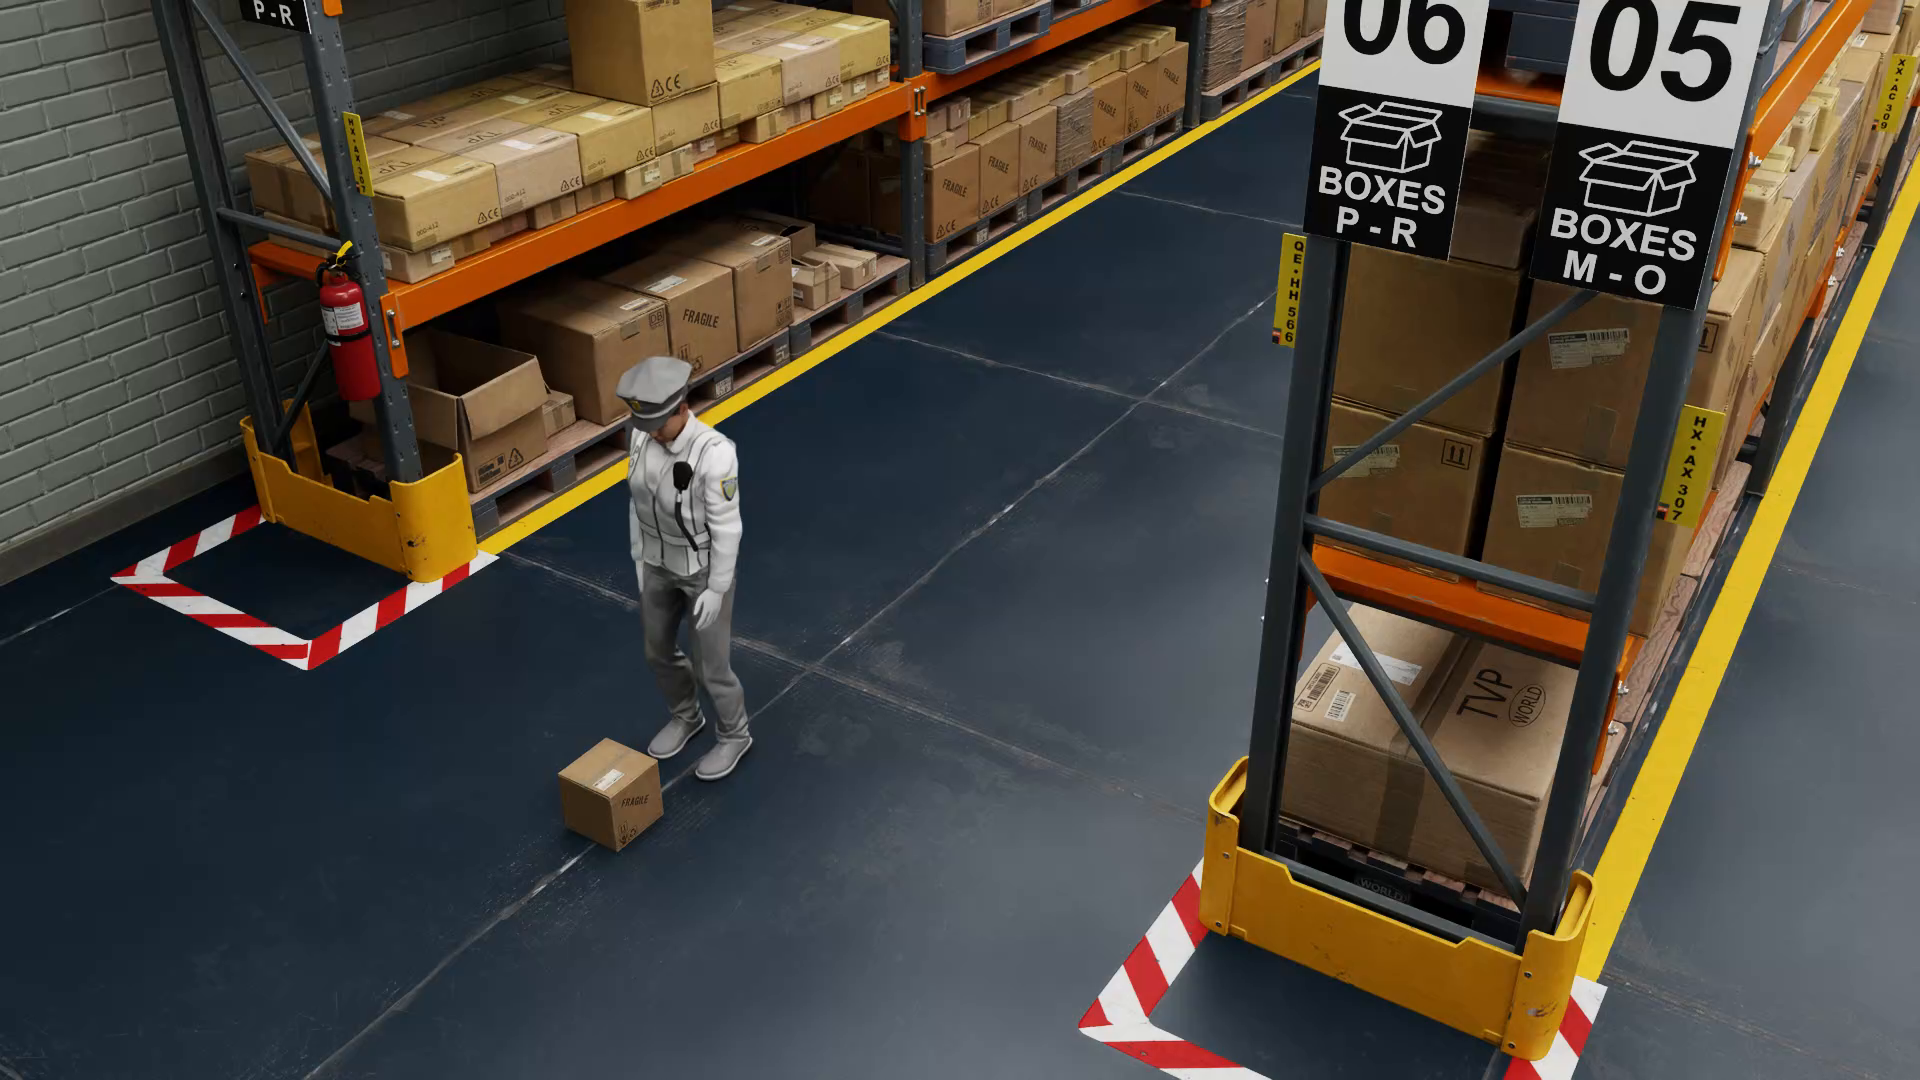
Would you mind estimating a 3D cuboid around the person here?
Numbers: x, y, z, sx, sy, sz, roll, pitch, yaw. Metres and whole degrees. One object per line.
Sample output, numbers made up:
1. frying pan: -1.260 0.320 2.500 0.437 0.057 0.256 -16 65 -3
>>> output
1. person: -0.976 0.118 5.955 0.485 1.651 0.381 19 35 28
